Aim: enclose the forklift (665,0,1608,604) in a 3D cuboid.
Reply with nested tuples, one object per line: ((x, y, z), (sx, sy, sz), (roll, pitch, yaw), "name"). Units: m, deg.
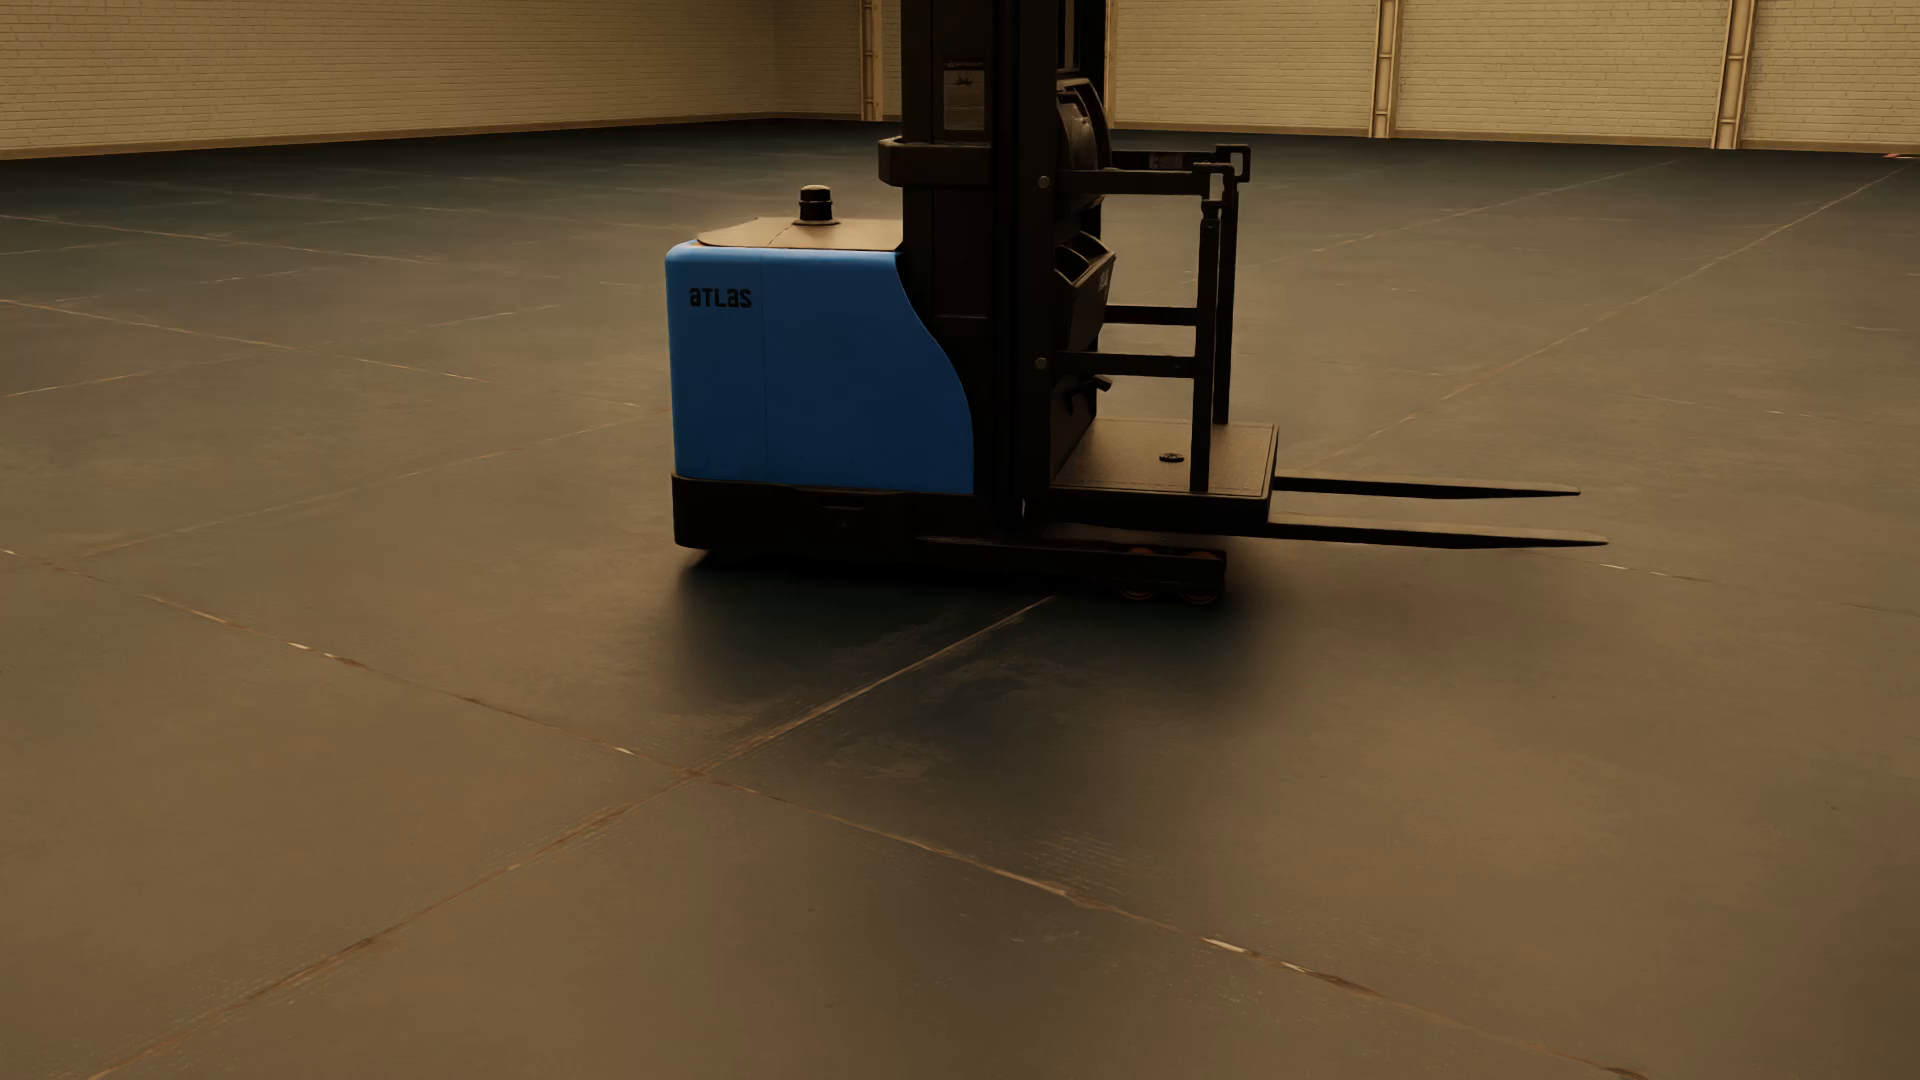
((0.595, -1.367, 5.404), (3.031, 2.935, 1.130), (4, 17, 12), "forklift")
